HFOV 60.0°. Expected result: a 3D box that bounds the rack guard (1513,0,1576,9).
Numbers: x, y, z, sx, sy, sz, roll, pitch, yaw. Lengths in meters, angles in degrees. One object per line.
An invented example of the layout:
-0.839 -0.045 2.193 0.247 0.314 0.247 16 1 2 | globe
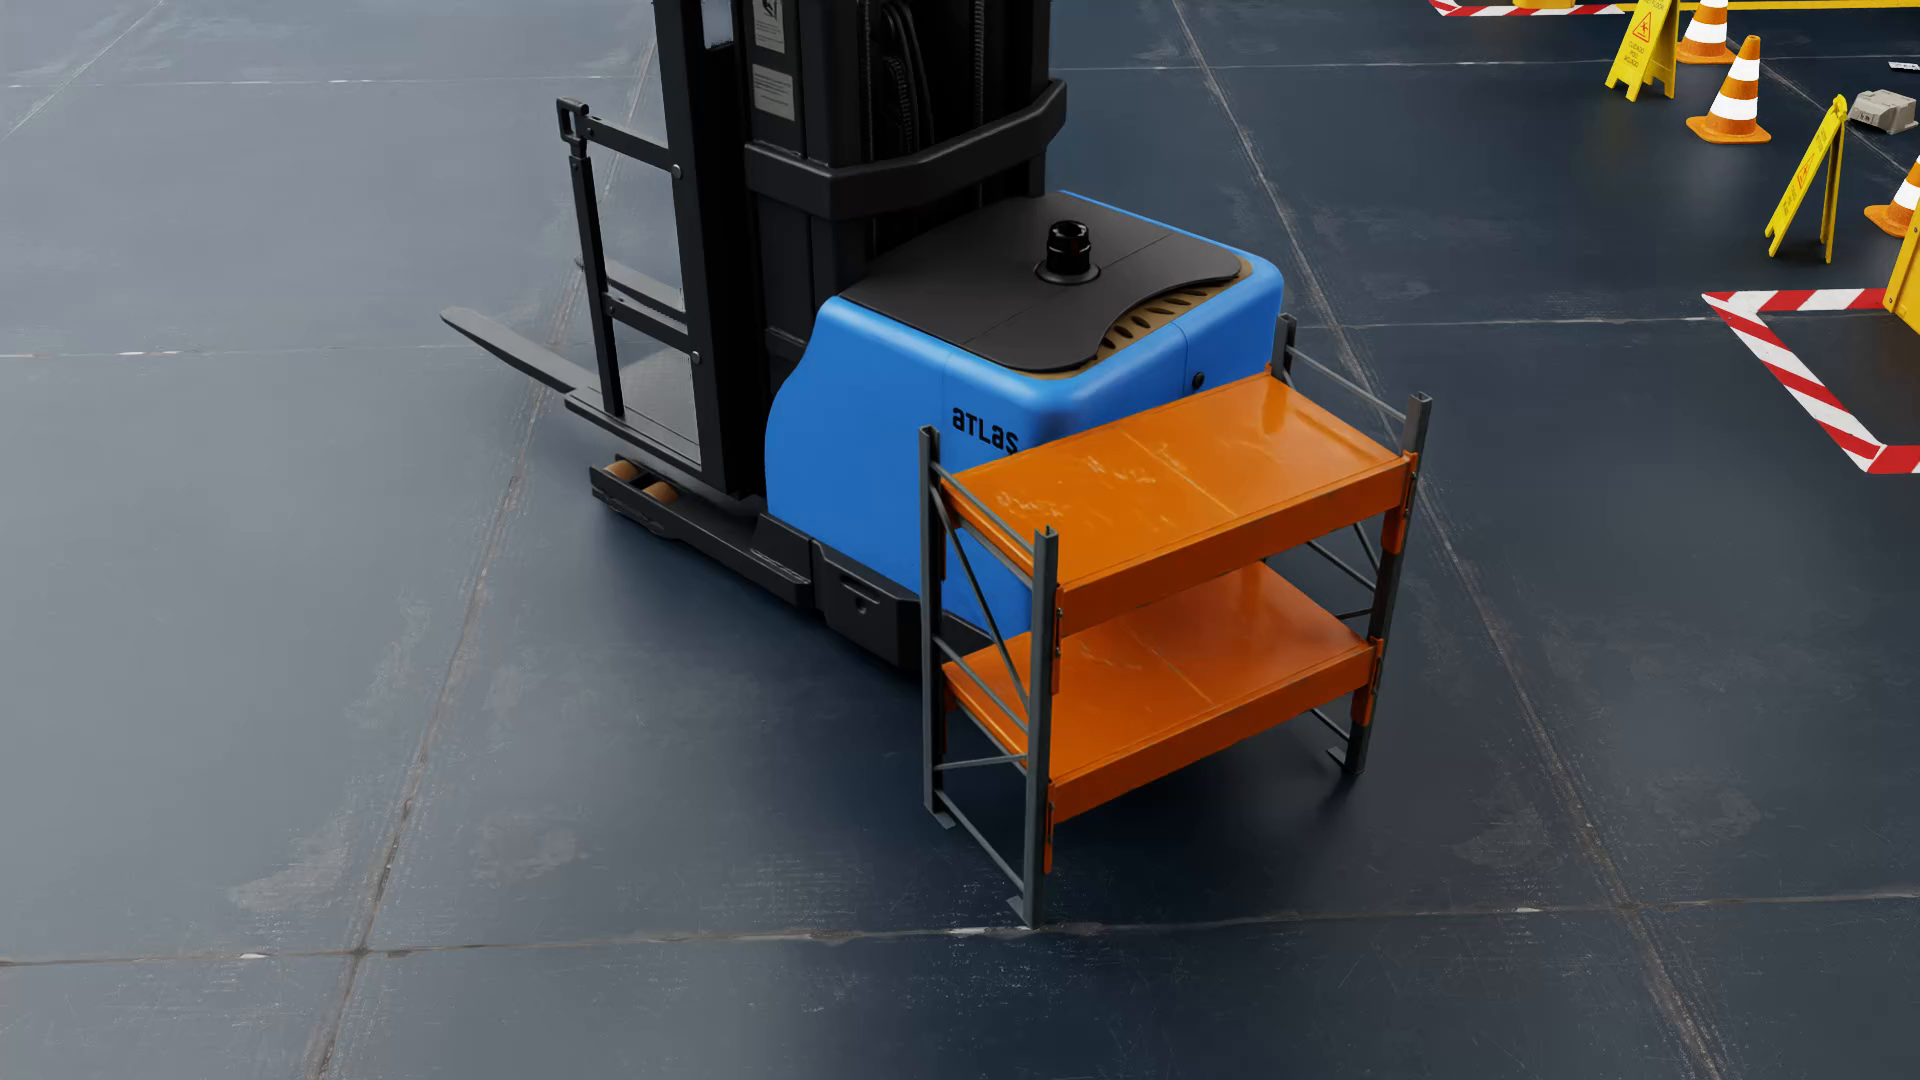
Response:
3.423 -3.650 10.085 0.348 0.500 1.175 -2 35 -2 | rack guard

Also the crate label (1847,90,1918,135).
4.541 -2.114 8.184 0.298 0.136 0.250 -20 39 -26 | crate label

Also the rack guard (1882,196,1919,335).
3.859 -0.842 6.028 0.348 0.500 1.175 -2 35 -2 | rack guard

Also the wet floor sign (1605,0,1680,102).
3.512 -2.585 8.418 0.232 0.644 0.267 -7 35 -10 | wet floor sign

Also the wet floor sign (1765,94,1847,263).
3.542 -1.503 6.855 0.232 0.644 0.267 10 36 14 | wet floor sign

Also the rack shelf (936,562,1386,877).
0.490 0.386 4.133 1.000 0.278 0.538 -19 39 -26 | rack shelf

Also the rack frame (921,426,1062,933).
0.058 0.338 3.774 0.032 1.125 0.500 -19 39 -26 | rack frame

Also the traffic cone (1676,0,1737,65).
4.045 -2.843 8.951 0.334 0.463 0.336 -2 35 -2 | traffic cone

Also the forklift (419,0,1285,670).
-0.569 -1.405 4.704 3.031 2.935 1.130 25 42 31 | forklift

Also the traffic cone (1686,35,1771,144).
3.759 -2.191 8.010 0.334 0.463 0.336 -2 35 -2 | traffic cone

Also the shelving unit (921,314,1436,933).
0.490 0.185 3.994 1.048 1.125 0.538 -19 39 -26 | shelving unit

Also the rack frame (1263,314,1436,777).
0.922 0.033 4.214 0.032 1.125 0.500 -19 39 -26 | rack frame

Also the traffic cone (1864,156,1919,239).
4.151 -1.570 7.111 0.334 0.463 0.336 -2 35 -2 | traffic cone

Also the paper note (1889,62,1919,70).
5.052 -2.533 8.885 0.142 0.017 0.144 10 36 14 | paper note

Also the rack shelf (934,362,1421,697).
0.490 -0.055 3.827 1.000 0.278 0.538 -19 39 -26 | rack shelf
